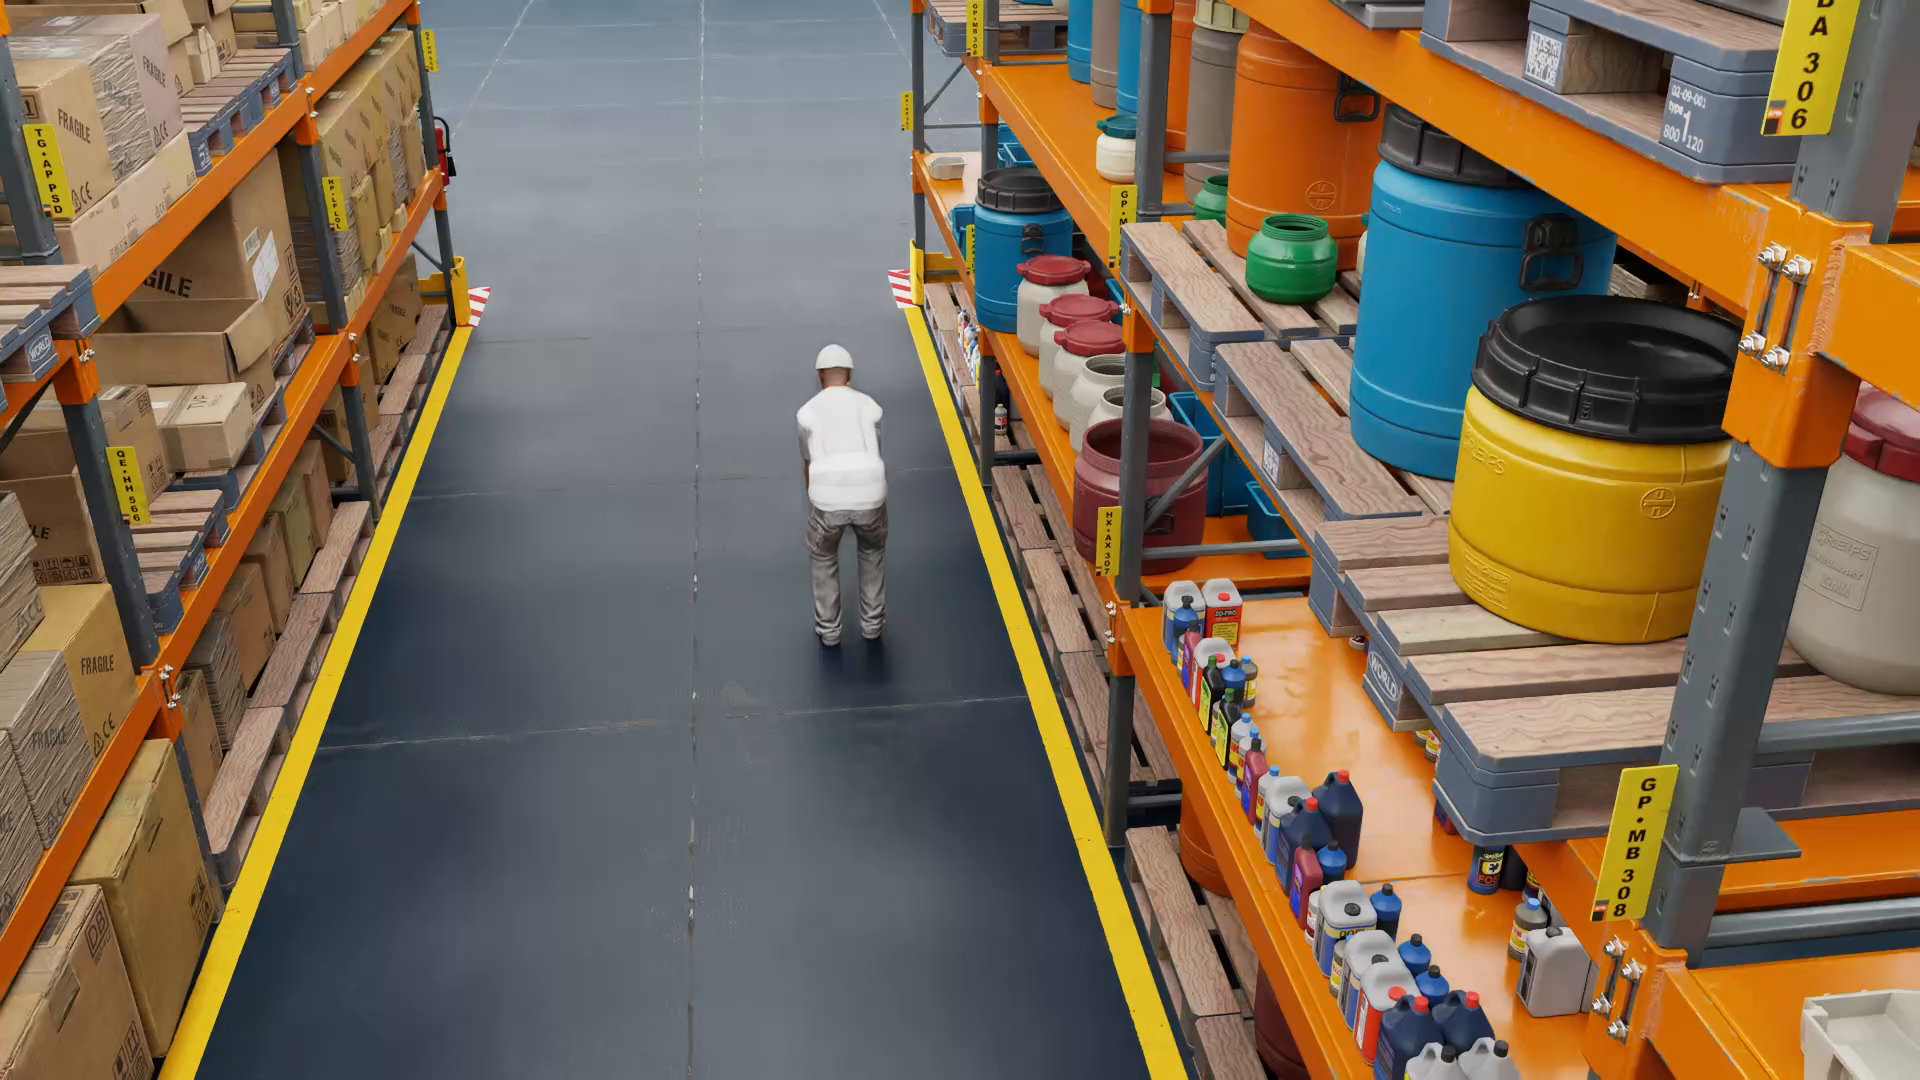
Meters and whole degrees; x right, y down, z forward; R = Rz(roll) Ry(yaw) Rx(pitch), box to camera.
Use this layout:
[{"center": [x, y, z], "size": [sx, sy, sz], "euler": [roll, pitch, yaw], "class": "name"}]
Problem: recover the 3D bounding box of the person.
[{"center": [-0.654, -0.246, 9.274], "size": [0.471, 1.605, 0.774], "euler": [-4, 27, -8], "class": "person"}]
